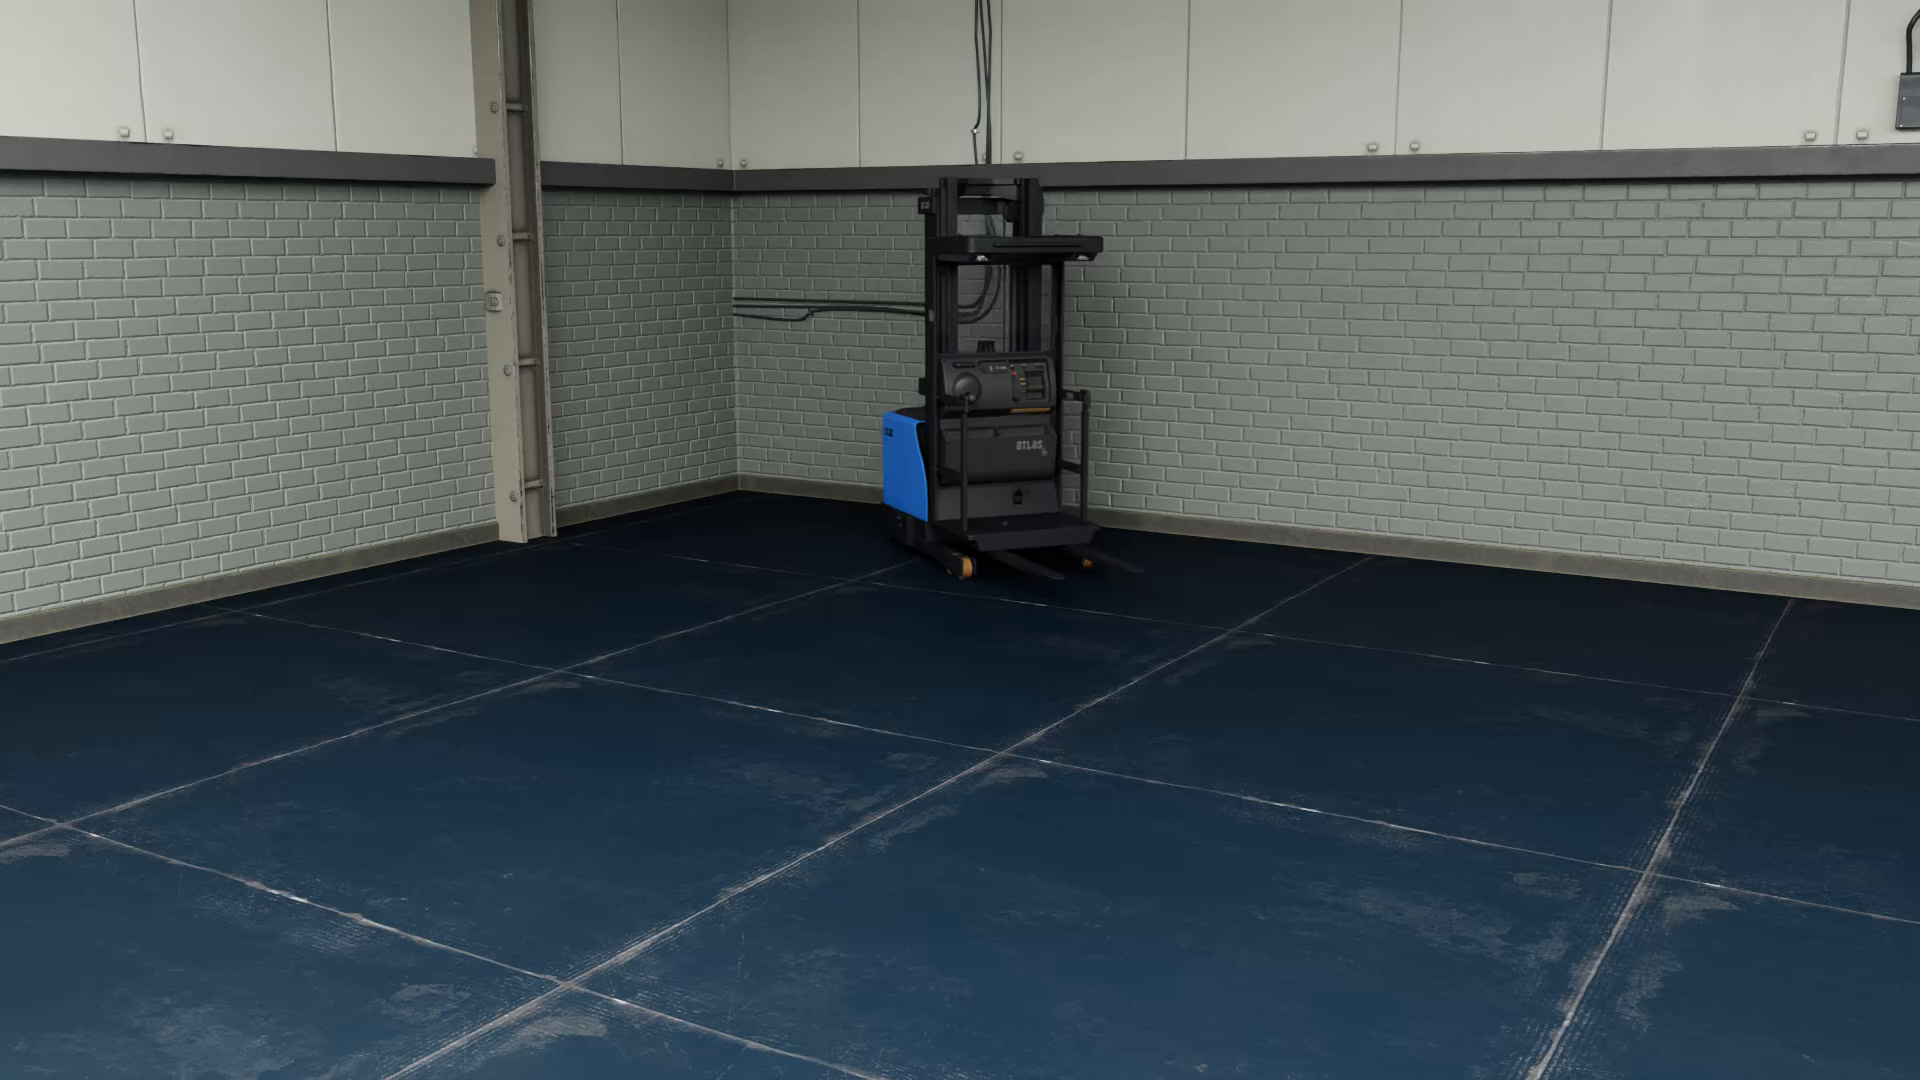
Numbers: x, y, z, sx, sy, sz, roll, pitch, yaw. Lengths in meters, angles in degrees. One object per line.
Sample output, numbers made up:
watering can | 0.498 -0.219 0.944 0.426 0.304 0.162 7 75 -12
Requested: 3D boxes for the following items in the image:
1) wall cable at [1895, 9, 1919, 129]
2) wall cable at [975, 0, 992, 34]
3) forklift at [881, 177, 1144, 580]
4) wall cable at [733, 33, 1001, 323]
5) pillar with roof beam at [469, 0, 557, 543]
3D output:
wall cable | 7.127 -5.543 9.779 2.305 6.003 0.169 6 12 31
wall cable | 1.334 -5.478 13.391 3.097 2.526 0.112 6 12 31
forklift | 0.382 -1.238 12.517 1.130 2.935 3.031 -4 11 -22
wall cable | -0.978 -3.254 15.236 3.097 2.526 0.112 6 12 31
pillar with roof beam | 0.041 -4.032 10.953 9.100 9.000 0.400 6 12 31
